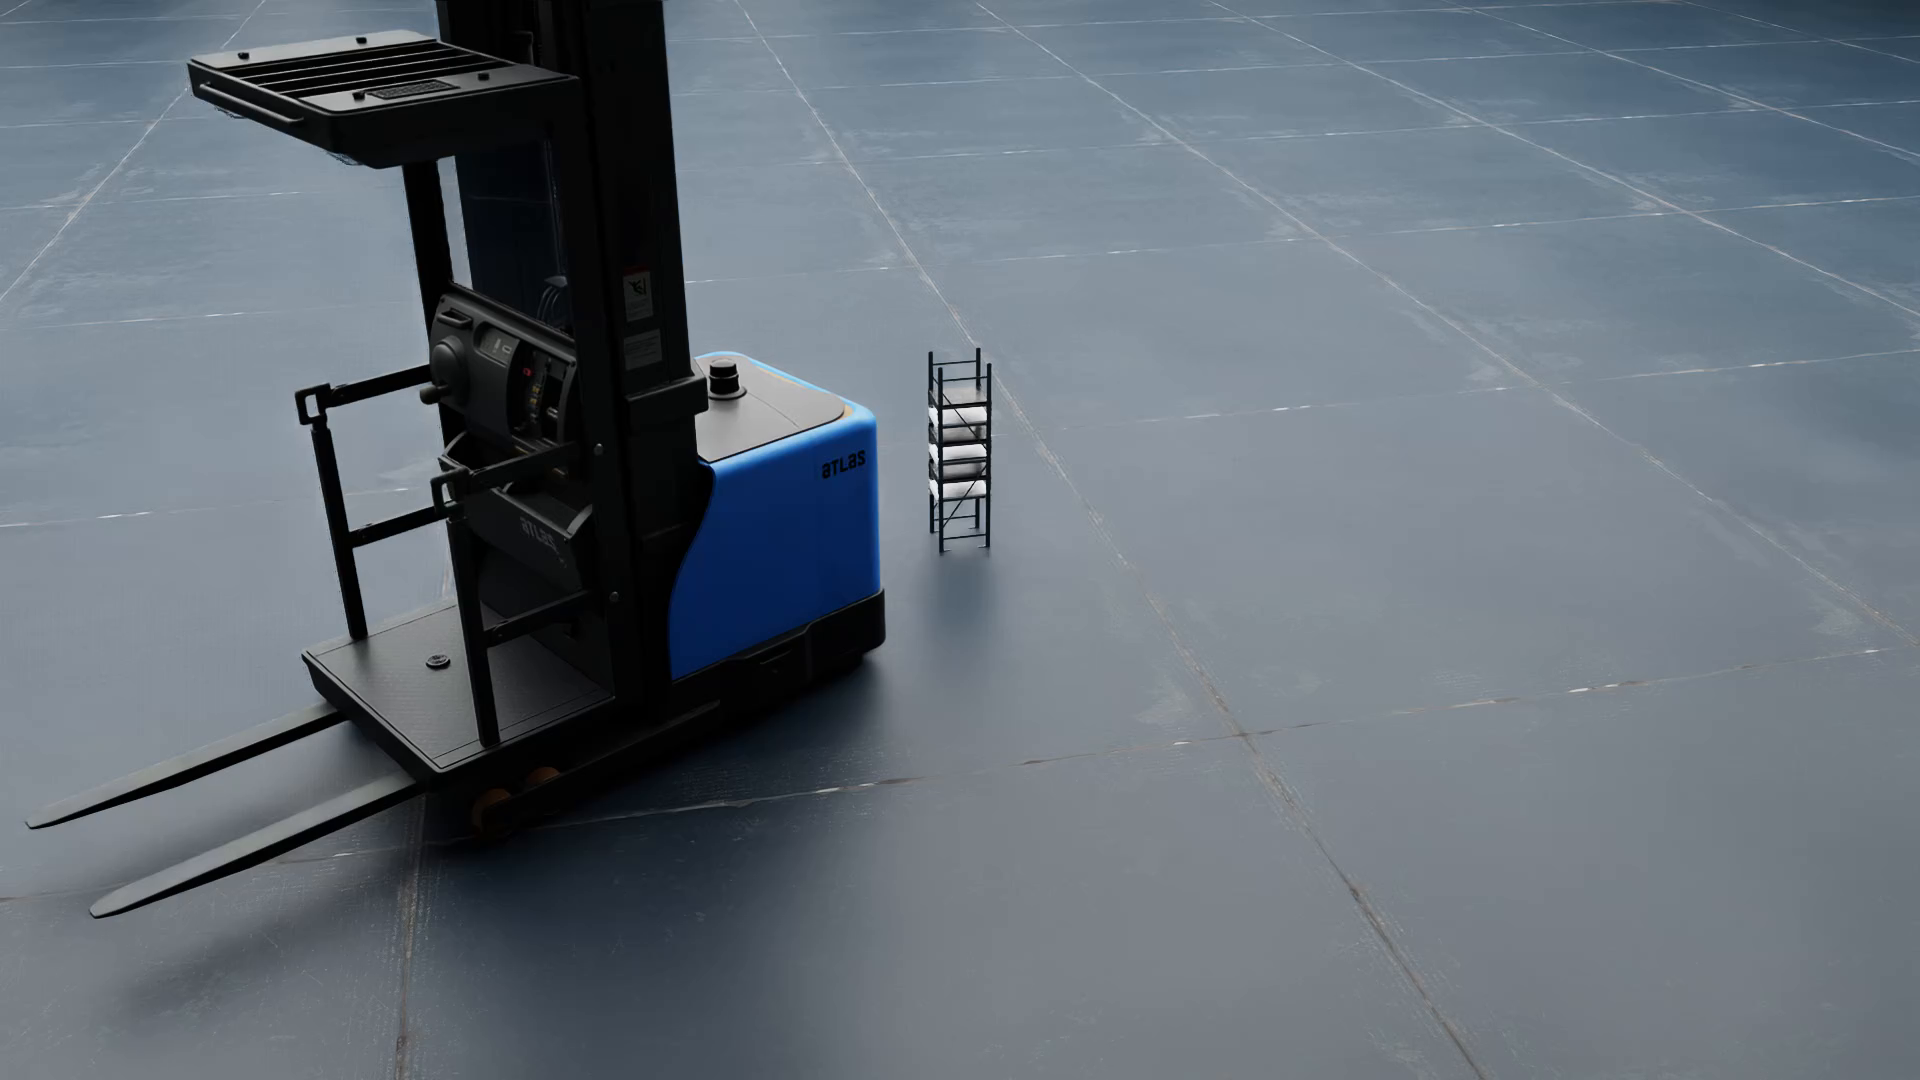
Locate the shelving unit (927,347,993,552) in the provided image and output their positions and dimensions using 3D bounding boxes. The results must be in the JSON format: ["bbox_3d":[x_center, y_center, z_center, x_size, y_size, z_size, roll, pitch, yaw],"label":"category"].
[{"bbox_3d":[-0.002,-0.405,7.554,0.258,0.900,0.210,-6,27,-12],"label":"shelving unit"}]

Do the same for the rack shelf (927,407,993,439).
[{"bbox_3d":[-0.002,-0.536,7.488,0.258,0.077,0.200,-6,27,-12],"label":"rack shelf"}]

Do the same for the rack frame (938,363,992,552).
[{"bbox_3d":[0.021,-0.361,7.466,0.240,0.900,0.006,-6,27,-12],"label":"rack frame"}]

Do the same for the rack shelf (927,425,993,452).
[{"bbox_3d":[-0.002,-0.456,7.529,0.258,0.077,0.200,-6,27,-12],"label":"rack shelf"}]

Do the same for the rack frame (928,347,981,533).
[{"bbox_3d":[-0.025,-0.450,7.643,0.240,0.900,0.006,-6,27,-12],"label":"rack frame"}]

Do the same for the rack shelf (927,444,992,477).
[{"bbox_3d":[-0.002,-0.376,7.569,0.258,0.077,0.200,-6,27,-12],"label":"rack shelf"}]

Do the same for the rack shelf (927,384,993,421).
[{"bbox_3d":[-0.002,-0.617,7.448,0.258,0.077,0.200,-6,27,-12],"label":"rack shelf"}]

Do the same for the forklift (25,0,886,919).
[{"bbox_3d":[-1.725,-0.548,5.582,3.031,2.935,1.130,-23,35,-38],"label":"forklift"}]

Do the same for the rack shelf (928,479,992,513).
[{"bbox_3d":[-0.002,-0.215,7.650,0.258,0.077,0.200,-6,27,-12],"label":"rack shelf"}]

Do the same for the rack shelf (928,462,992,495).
[{"bbox_3d":[-0.002,-0.295,7.610,0.258,0.077,0.200,-6,27,-12],"label":"rack shelf"}]
